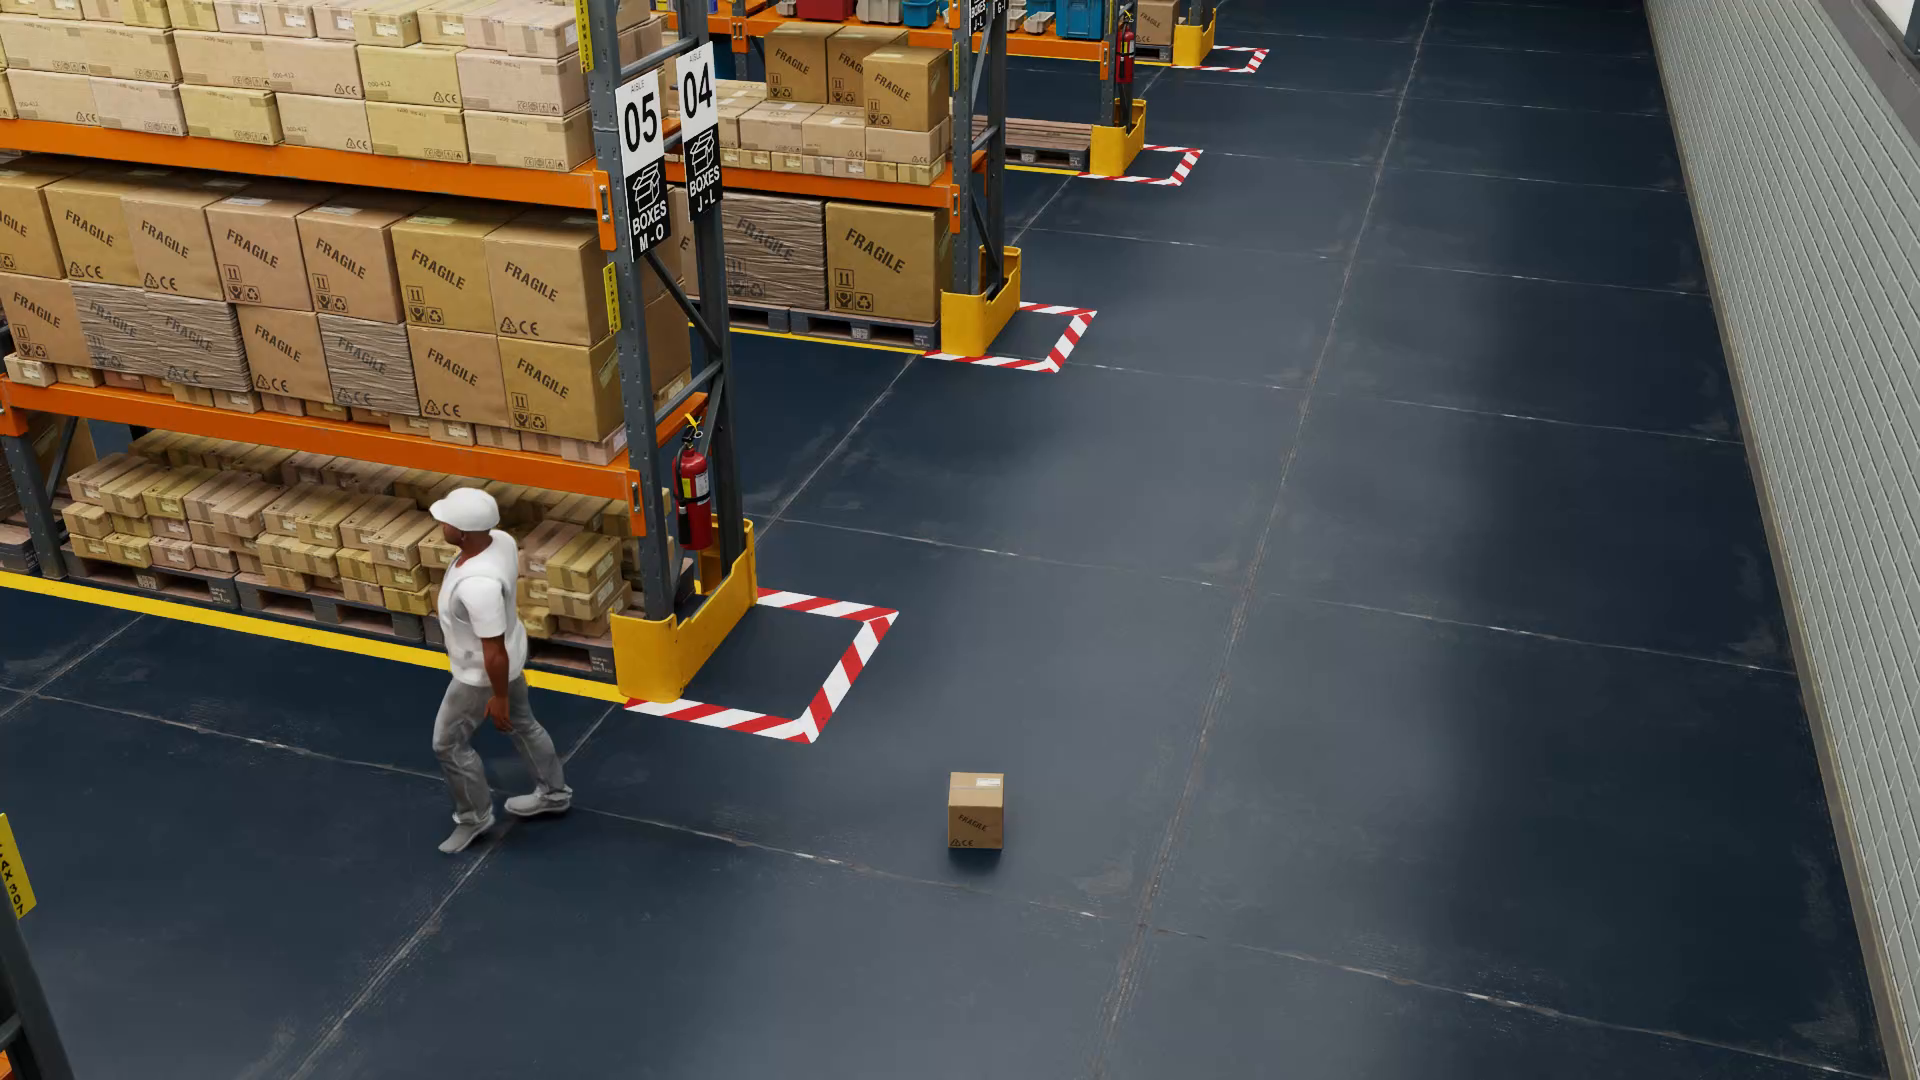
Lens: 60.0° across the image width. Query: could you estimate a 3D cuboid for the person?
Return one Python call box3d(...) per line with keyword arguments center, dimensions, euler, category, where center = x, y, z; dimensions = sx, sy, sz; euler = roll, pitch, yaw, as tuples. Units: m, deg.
box3d(center=(-2.134, 0.581, 7.464), dimensions=(0.607, 1.826, 0.621), euler=(-1, 29, -2), category="person")
